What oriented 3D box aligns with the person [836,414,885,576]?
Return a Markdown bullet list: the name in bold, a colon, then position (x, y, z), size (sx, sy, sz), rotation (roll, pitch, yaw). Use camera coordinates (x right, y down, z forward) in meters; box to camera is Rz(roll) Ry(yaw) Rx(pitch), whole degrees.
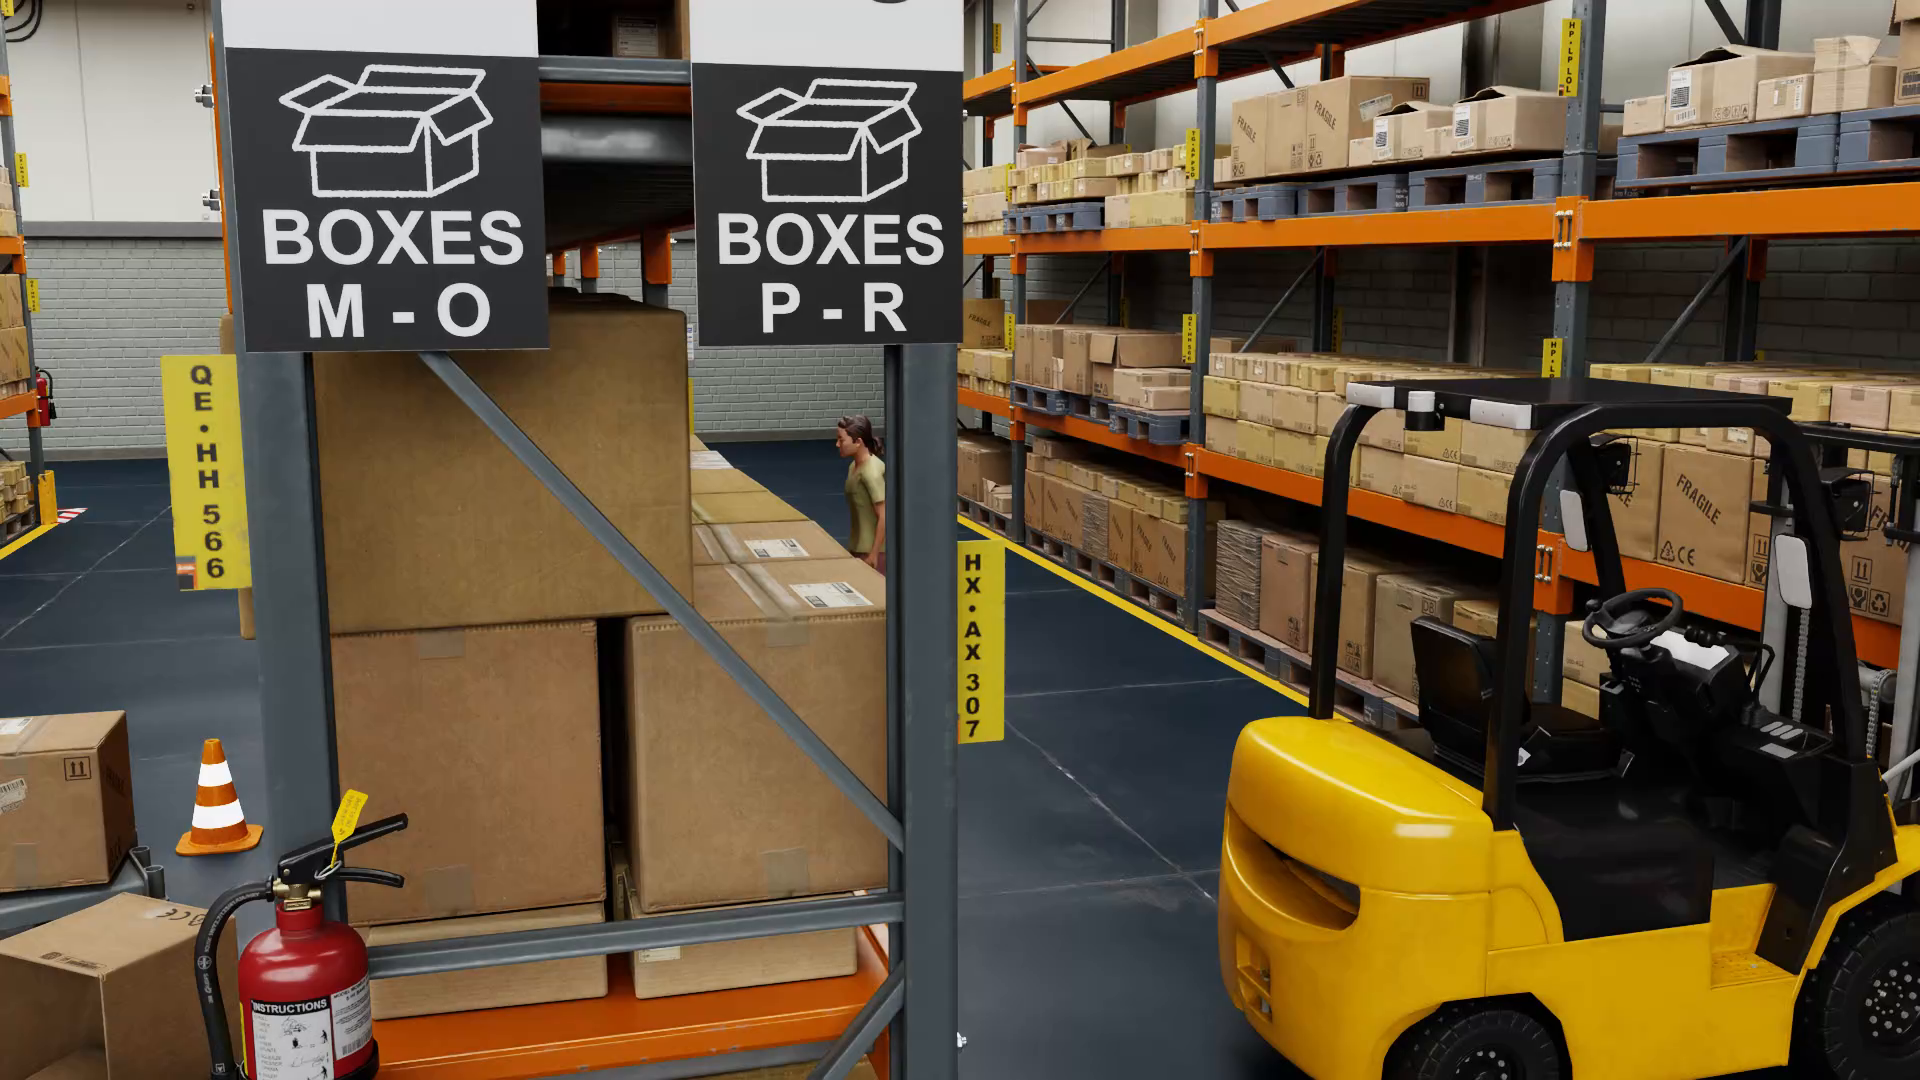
- **person**: position (-0.566, 0.085, 9.875), size (0.354, 1.669, 0.500), rotation (-3, 10, -16)
